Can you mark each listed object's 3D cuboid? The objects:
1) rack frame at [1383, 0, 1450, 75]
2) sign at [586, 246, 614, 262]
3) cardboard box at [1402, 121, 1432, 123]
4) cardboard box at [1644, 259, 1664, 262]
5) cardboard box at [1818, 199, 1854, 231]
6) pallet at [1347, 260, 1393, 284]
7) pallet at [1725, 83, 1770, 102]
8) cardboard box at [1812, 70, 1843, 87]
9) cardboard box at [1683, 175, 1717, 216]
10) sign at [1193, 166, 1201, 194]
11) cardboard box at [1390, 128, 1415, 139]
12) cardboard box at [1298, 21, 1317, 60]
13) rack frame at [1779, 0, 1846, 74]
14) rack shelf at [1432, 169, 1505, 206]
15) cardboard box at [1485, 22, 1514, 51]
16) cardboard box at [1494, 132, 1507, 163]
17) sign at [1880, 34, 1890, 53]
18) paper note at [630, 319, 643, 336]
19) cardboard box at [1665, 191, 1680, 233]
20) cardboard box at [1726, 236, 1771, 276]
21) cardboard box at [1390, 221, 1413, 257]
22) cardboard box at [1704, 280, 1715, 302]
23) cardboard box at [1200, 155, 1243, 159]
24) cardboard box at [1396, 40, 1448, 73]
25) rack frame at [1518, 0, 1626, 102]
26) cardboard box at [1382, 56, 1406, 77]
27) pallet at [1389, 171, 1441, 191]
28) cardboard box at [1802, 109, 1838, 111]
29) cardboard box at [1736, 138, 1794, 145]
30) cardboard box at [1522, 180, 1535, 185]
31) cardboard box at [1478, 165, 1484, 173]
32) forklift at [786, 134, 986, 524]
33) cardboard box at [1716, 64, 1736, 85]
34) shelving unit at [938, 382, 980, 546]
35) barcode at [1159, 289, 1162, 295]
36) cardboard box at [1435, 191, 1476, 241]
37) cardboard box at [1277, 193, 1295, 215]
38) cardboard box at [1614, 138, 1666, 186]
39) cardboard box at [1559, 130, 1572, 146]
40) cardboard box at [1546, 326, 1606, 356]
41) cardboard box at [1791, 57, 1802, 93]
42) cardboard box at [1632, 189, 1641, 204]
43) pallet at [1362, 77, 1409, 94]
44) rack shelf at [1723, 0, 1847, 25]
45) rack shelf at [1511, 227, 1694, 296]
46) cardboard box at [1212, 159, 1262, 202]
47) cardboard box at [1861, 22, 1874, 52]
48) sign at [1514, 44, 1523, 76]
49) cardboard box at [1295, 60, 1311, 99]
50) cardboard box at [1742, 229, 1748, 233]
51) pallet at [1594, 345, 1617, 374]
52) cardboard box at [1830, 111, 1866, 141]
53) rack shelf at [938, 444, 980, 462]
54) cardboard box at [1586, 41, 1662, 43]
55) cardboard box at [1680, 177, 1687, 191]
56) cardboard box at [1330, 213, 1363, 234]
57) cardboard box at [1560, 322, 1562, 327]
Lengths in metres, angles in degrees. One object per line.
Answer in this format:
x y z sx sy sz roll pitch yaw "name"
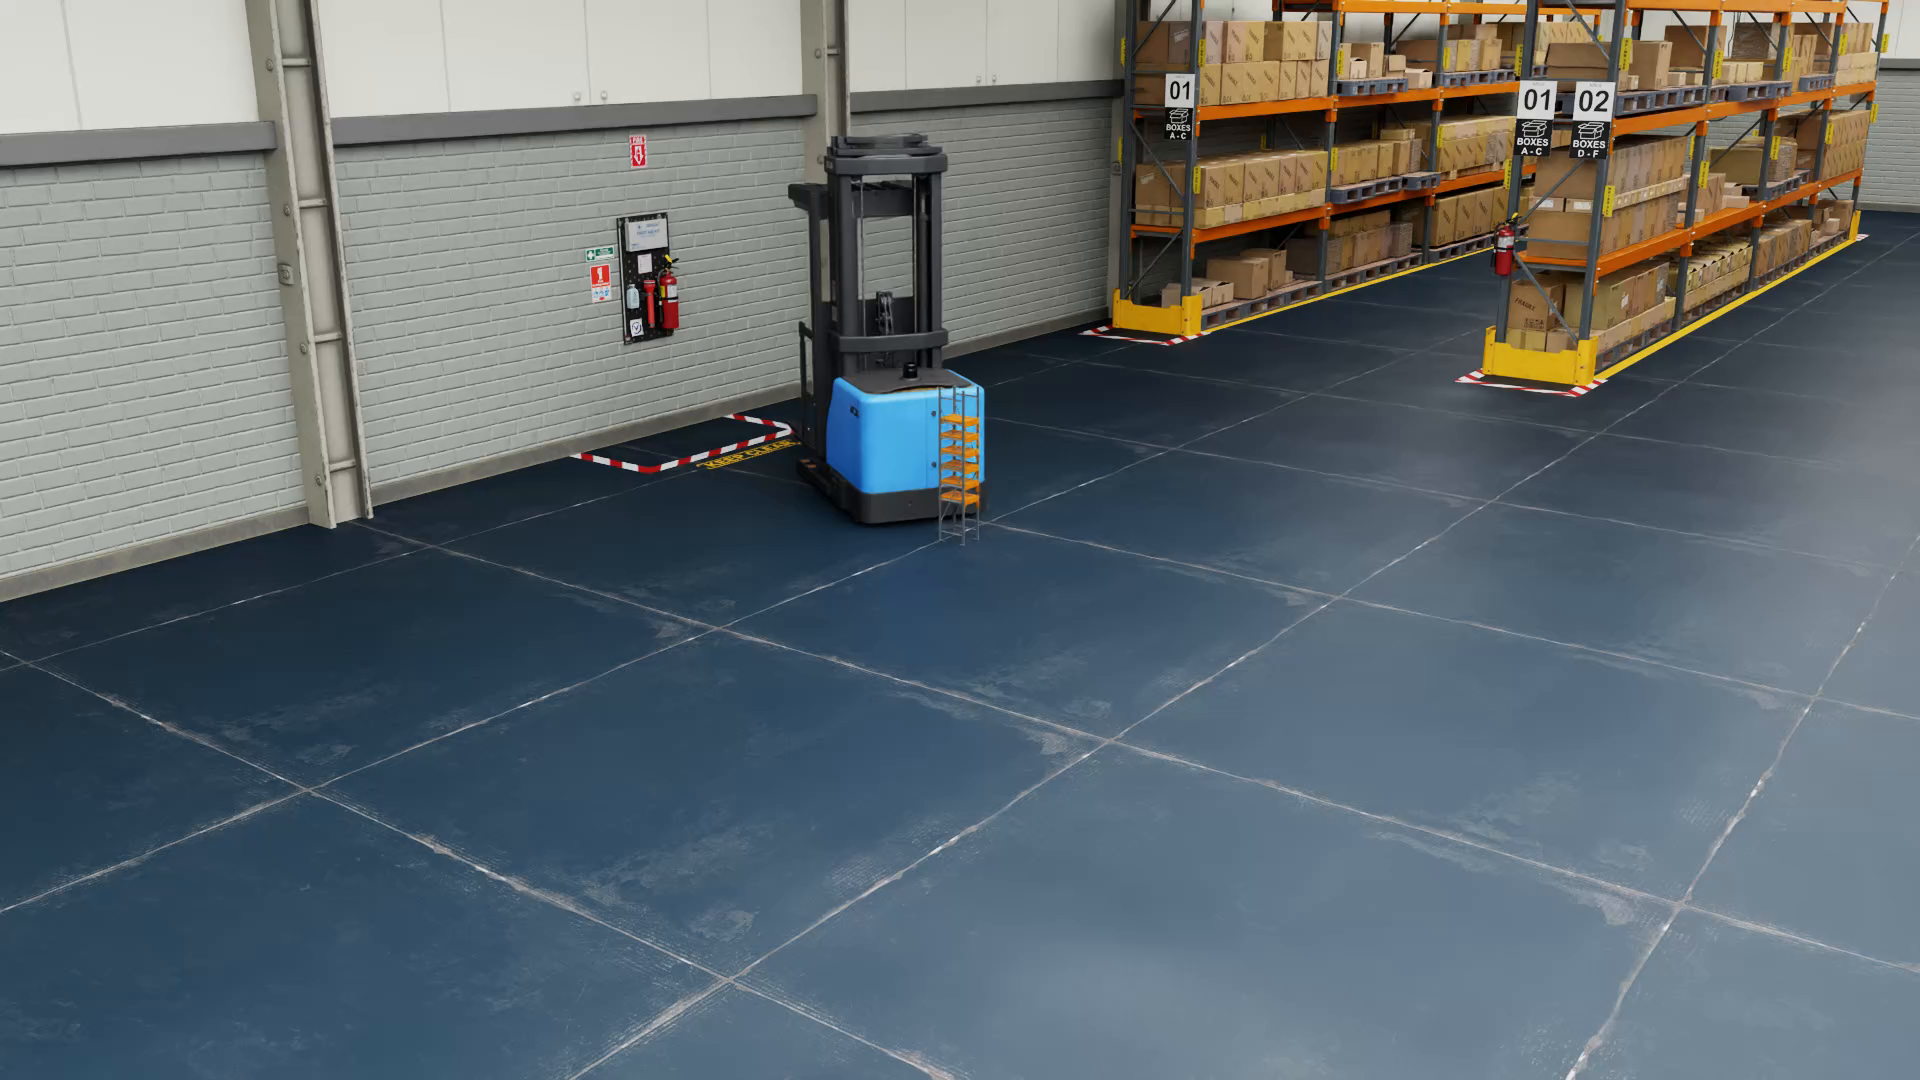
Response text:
7.256 -8.904 26.244 1.000 3.000 0.127 12 21 35 "rack frame"
-3.269 -2.599 15.100 0.001 0.109 0.331 12 21 35 "sign"
7.629 -6.873 27.851 0.500 0.250 0.500 12 21 33 "cardboard box"
9.169 -3.639 22.388 0.500 0.311 0.500 13 22 36 "cardboard box"
15.877 -5.914 30.202 0.500 0.500 0.500 12 21 35 "cardboard box"
6.061 -4.232 26.017 1.003 0.211 1.213 12 21 35 "pallet"
10.240 -6.063 22.470 1.003 0.211 1.213 14 22 37 "pallet"
14.108 -7.550 27.195 0.500 0.250 0.500 12 21 35 "cardboard box"
9.936 -4.685 22.603 0.500 0.500 0.500 12 21 35 "cardboard box"
2.925 -4.451 20.561 0.100 0.325 0.005 12 21 35 "sign"
7.074 -6.519 26.675 0.380 0.149 0.250 9 20 28 "cardboard box"
4.472 -6.754 22.487 0.500 0.500 0.500 14 22 38 "cardboard box"
13.619 -8.983 26.496 1.000 3.000 0.127 12 21 35 "rack frame"
8.447 -6.172 28.774 1.077 0.370 4.000 12 21 35 "rack shelf"
9.868 -9.167 30.259 0.500 0.500 0.500 12 21 34 "cardboard box"
9.270 -6.914 29.245 0.500 0.500 0.500 13 21 35 "cardboard box"
16.437 -8.823 29.546 0.100 0.325 0.005 12 21 35 "sign"
-3.028 -1.992 15.585 0.016 0.148 0.142 12 21 35 "paper note"
8.594 -4.153 20.891 0.700 0.500 0.500 12 21 33 "cardboard box"
11.737 -4.239 24.809 0.500 0.500 0.500 14 22 37 "cardboard box"
6.868 -4.875 26.857 0.700 0.500 0.500 13 21 35 "cardboard box"
9.904 -3.397 22.554 0.500 0.250 0.500 12 21 33 "cardboard box"
3.512 -4.942 22.554 0.500 0.500 0.500 13 21 35 "cardboard box"
7.493 -7.853 27.006 0.700 0.500 0.500 11 20 30 "cardboard box"
6.469 -6.124 17.292 1.000 3.000 0.127 12 21 35 "rack frame"
6.409 -7.238 25.729 0.797 0.503 0.637 16 24 42 "cardboard box"
6.917 -5.759 26.555 1.213 0.211 1.003 12 21 35 "pallet"
15.527 -7.536 30.100 0.500 0.500 0.500 13 22 36 "cardboard box"
12.799 -6.118 26.509 0.500 0.500 0.700 -16 23 -42 "cardboard box"
10.998 -6.901 32.321 0.380 0.149 0.250 13 21 35 "cardboard box"
8.873 -6.456 28.866 0.380 0.149 0.250 12 21 33 "cardboard box"
-0.783 -1.924 13.996 1.130 2.935 3.031 -6 18 -20 "forklift"
10.041 -6.218 22.196 0.500 0.250 0.500 10 20 30 "cardboard box"
-0.009 -0.570 12.555 0.258 1.200 0.189 12 21 35 "shelving unit"
2.663 -3.288 22.051 0.001 0.075 0.075 12 21 35 "barcode"
8.326 -5.573 28.548 0.750 0.750 0.750 12 21 34 "cardboard box"
4.243 -4.618 22.777 0.500 0.250 0.500 12 21 34 "cardboard box"
7.995 -4.533 19.926 0.700 0.500 0.500 12 21 35 "cardboard box"
11.302 -7.789 32.264 0.980 0.700 0.700 12 21 34 "cardboard box"
6.968 -2.235 18.812 0.500 0.250 0.500 12 21 35 "cardboard box"
12.083 -7.000 25.002 0.910 0.500 0.500 12 21 35 "cardboard box"
7.642 -3.979 19.238 0.380 0.149 0.250 12 21 34 "cardboard box"
5.941 -6.805 24.859 1.213 0.211 1.003 12 21 35 "pallet"
12.428 -7.972 25.128 1.077 0.370 4.000 12 21 35 "rack shelf"
7.661 -3.392 19.822 1.077 0.370 4.000 12 21 35 "rack shelf"
3.630 -4.728 21.867 0.500 0.500 0.500 12 21 33 "cardboard box"
15.710 -8.903 29.442 0.700 0.500 0.500 12 21 35 "cardboard box"
6.042 -5.176 17.937 0.100 0.325 0.005 12 21 35 "sign"
4.458 -6.294 22.694 0.500 0.500 0.500 10 20 30 "cardboard box"
11.914 -4.569 25.871 0.500 0.500 0.500 12 21 33 "cardboard box"
6.892 -2.117 19.206 1.003 0.211 1.213 12 21 35 "pallet"
15.658 -7.320 29.404 0.500 0.500 0.500 13 22 36 "cardboard box"
-0.009 -0.642 12.532 0.258 0.103 0.180 12 21 35 "rack shelf"
7.770 -5.591 19.515 0.797 0.503 0.637 15 23 41 "cardboard box"
8.863 -4.467 20.808 0.380 0.149 0.250 12 21 35 "cardboard box"
5.864 -4.869 25.575 0.500 0.250 0.500 12 21 33 "cardboard box"
6.840 -2.448 19.497 0.500 0.250 0.500 12 21 35 "cardboard box"
